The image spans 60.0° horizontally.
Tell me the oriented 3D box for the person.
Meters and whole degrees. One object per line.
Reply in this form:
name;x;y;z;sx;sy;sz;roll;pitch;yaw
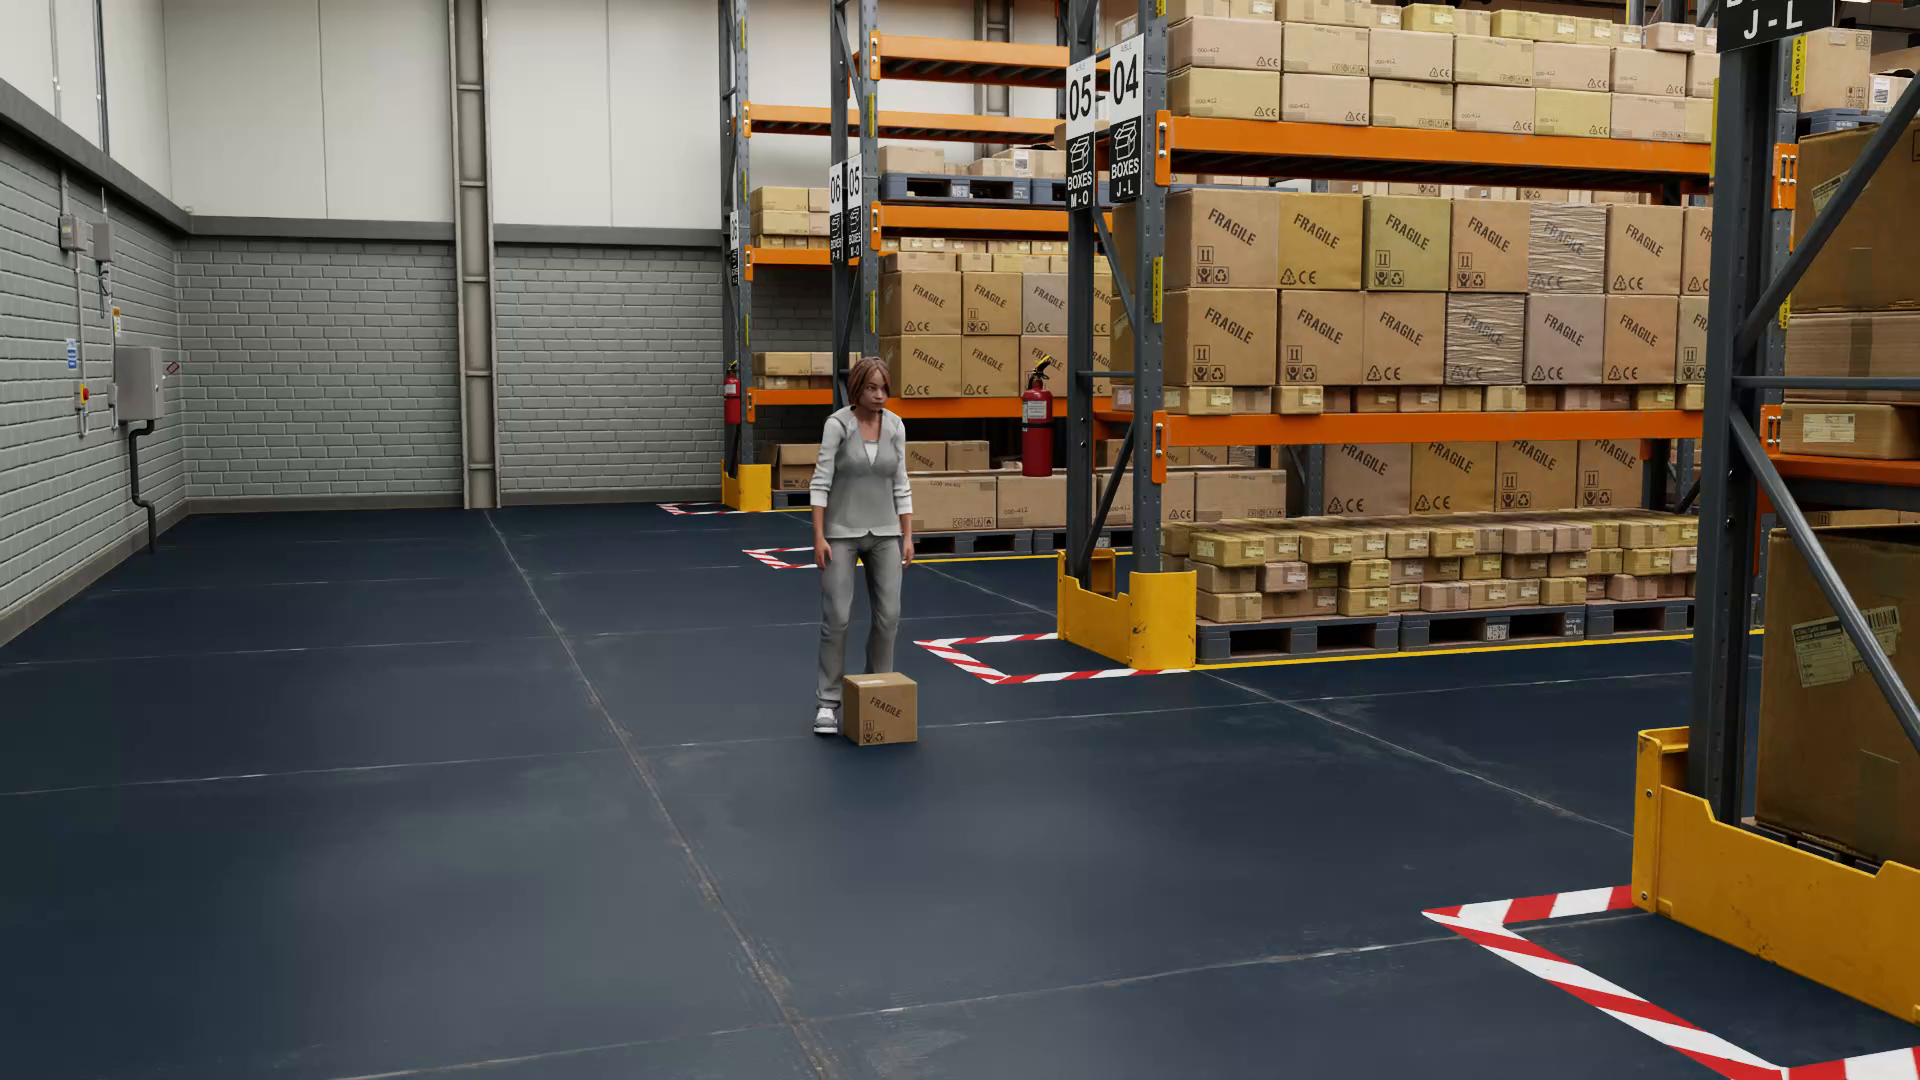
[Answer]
person;-0.422;0.016;7.128;0.481;1.591;0.348;-2;6;-22
